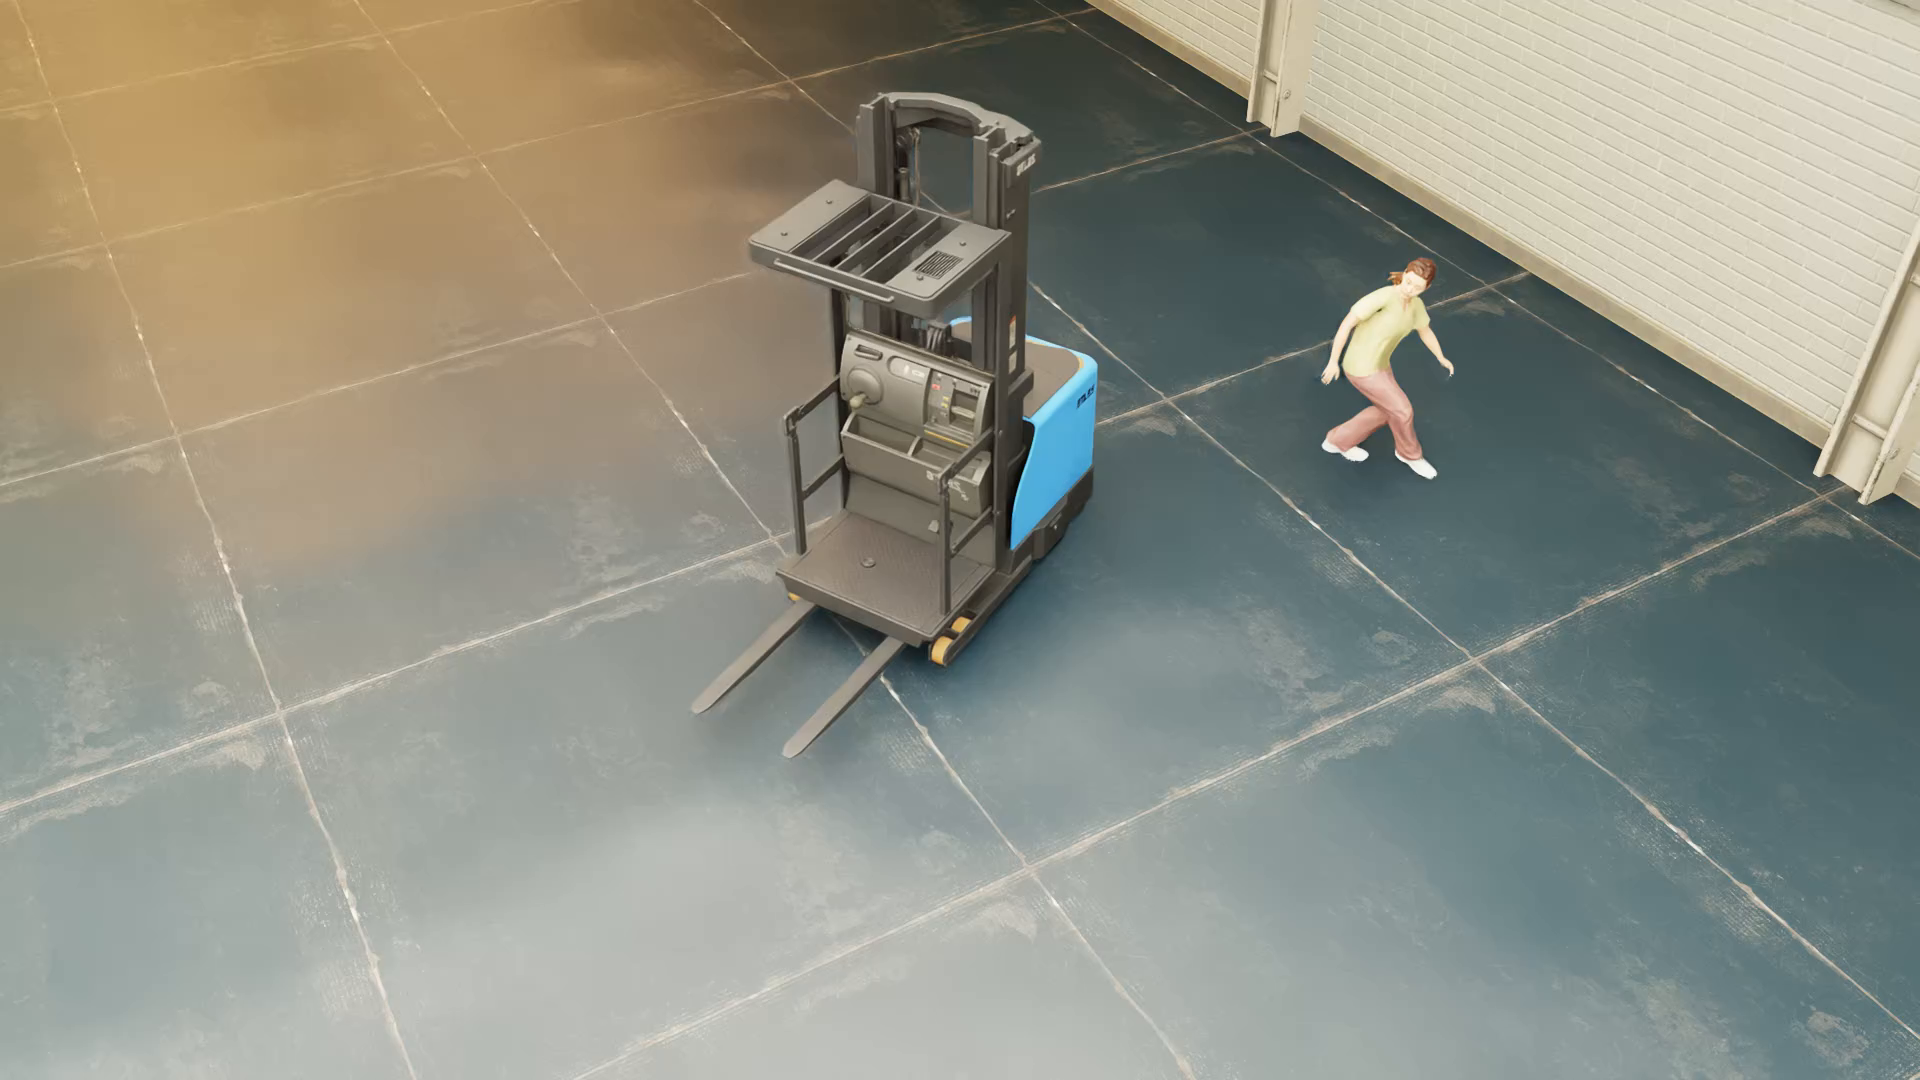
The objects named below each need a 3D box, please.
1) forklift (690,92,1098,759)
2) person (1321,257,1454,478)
[{"bbox_3d":[-0.363,-0.757,8.948,1.130,2.935,3.031,22,44,24],"label":"forklift"},{"bbox_3d":[2.693,-1.036,10.397,0.749,1.519,0.695,24,45,26],"label":"person"}]
